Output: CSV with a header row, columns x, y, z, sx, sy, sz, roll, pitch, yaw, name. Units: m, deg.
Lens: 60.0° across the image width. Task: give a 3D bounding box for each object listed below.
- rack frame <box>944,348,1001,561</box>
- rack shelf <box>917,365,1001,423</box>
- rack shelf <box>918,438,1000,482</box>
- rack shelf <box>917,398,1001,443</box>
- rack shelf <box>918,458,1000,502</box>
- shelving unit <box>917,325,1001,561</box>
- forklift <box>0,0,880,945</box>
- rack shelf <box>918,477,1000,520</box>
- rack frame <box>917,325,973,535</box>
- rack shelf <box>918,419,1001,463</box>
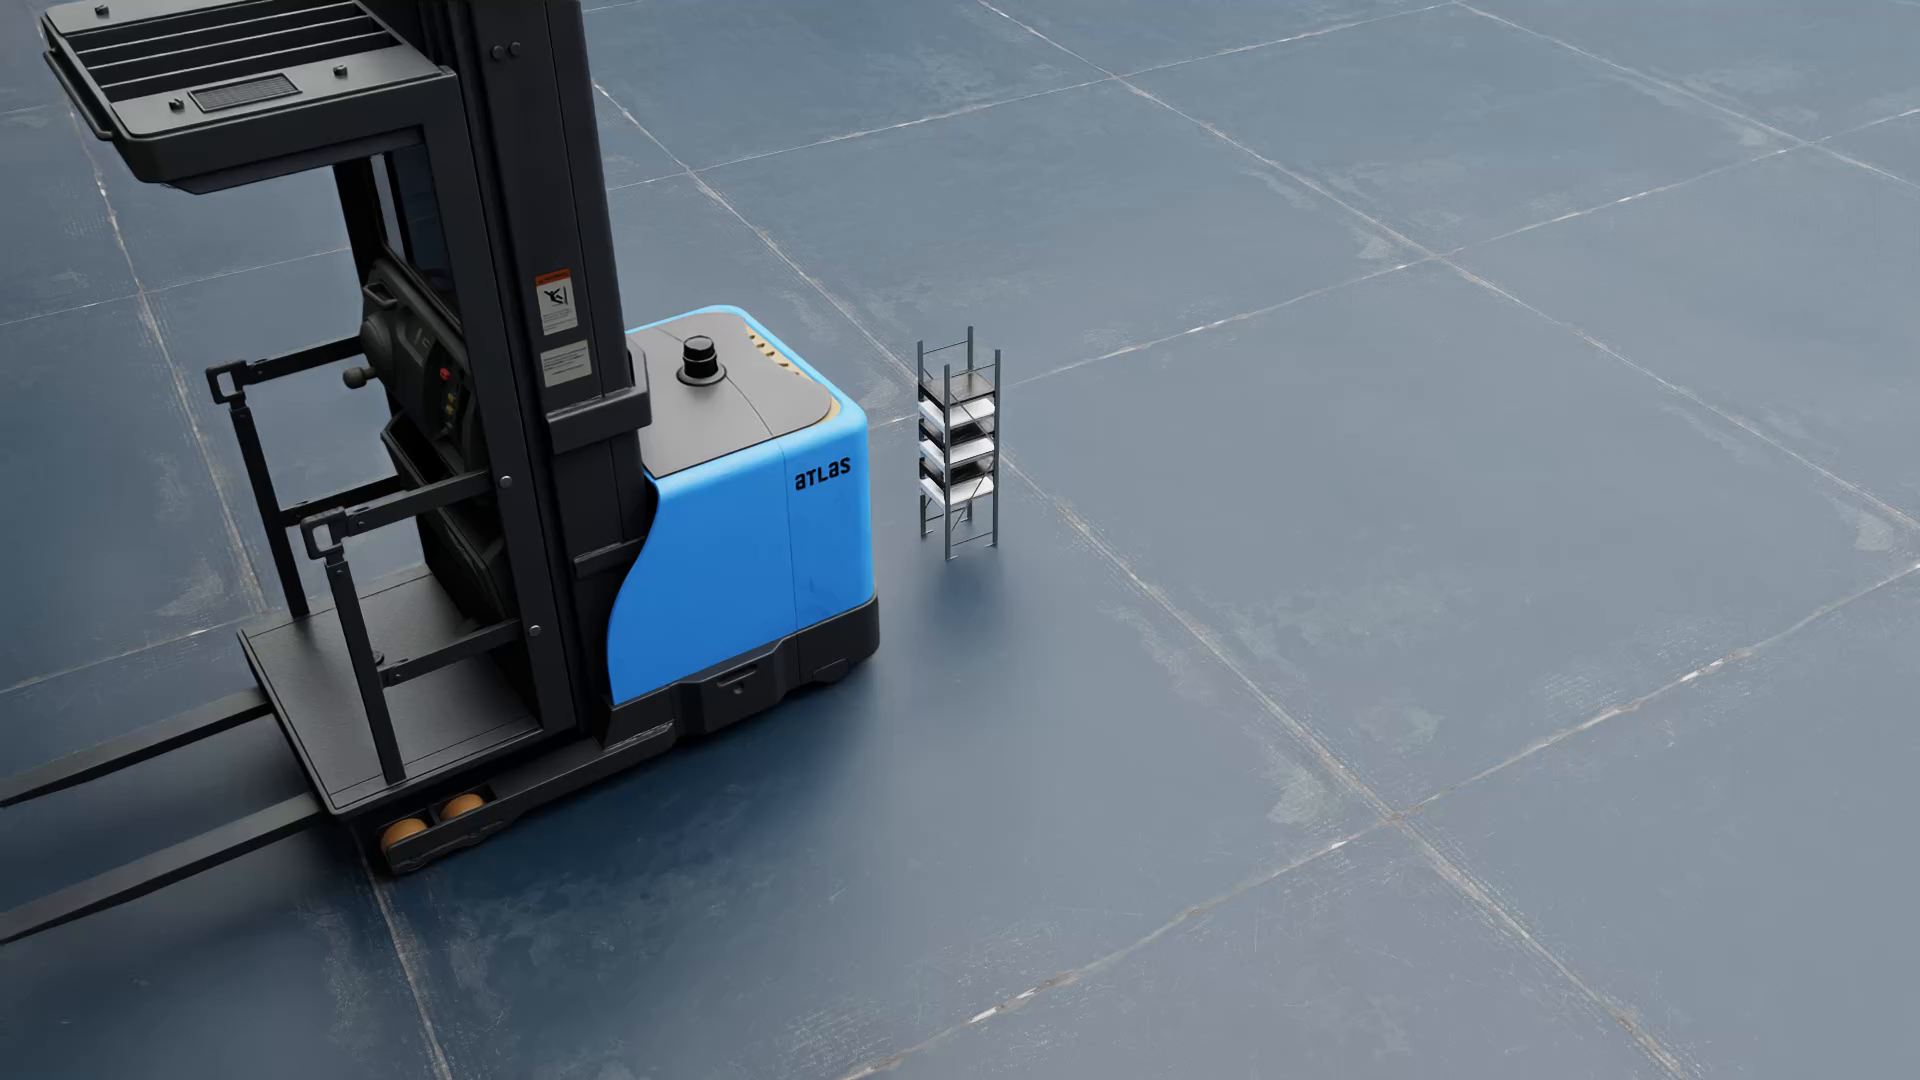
x,y,z,sx,sy,sz,roll,pitch,yaw,name
0.047,-0.316,6.419,0.240,0.900,0.006,-19,40,-24,rack frame
-0.004,-0.559,6.351,0.258,0.077,0.200,-19,40,-24,rack shelf
-0.004,-0.341,6.510,0.258,0.077,0.200,-19,40,-24,rack shelf
-0.004,-0.486,6.404,0.258,0.077,0.200,-19,40,-24,rack shelf
-0.004,-0.268,6.563,0.258,0.077,0.200,-19,40,-24,rack shelf
-0.004,-0.368,6.490,0.258,0.900,0.210,-19,40,-24,shelving unit
-1.801,-0.485,4.929,3.031,2.935,1.130,-22,41,-27,forklift
-0.004,-0.195,6.616,0.258,0.077,0.200,-19,40,-24,rack shelf
-0.055,-0.419,6.561,0.240,0.900,0.006,-19,40,-24,rack frame
-0.004,-0.413,6.457,0.258,0.077,0.200,-19,40,-24,rack shelf
